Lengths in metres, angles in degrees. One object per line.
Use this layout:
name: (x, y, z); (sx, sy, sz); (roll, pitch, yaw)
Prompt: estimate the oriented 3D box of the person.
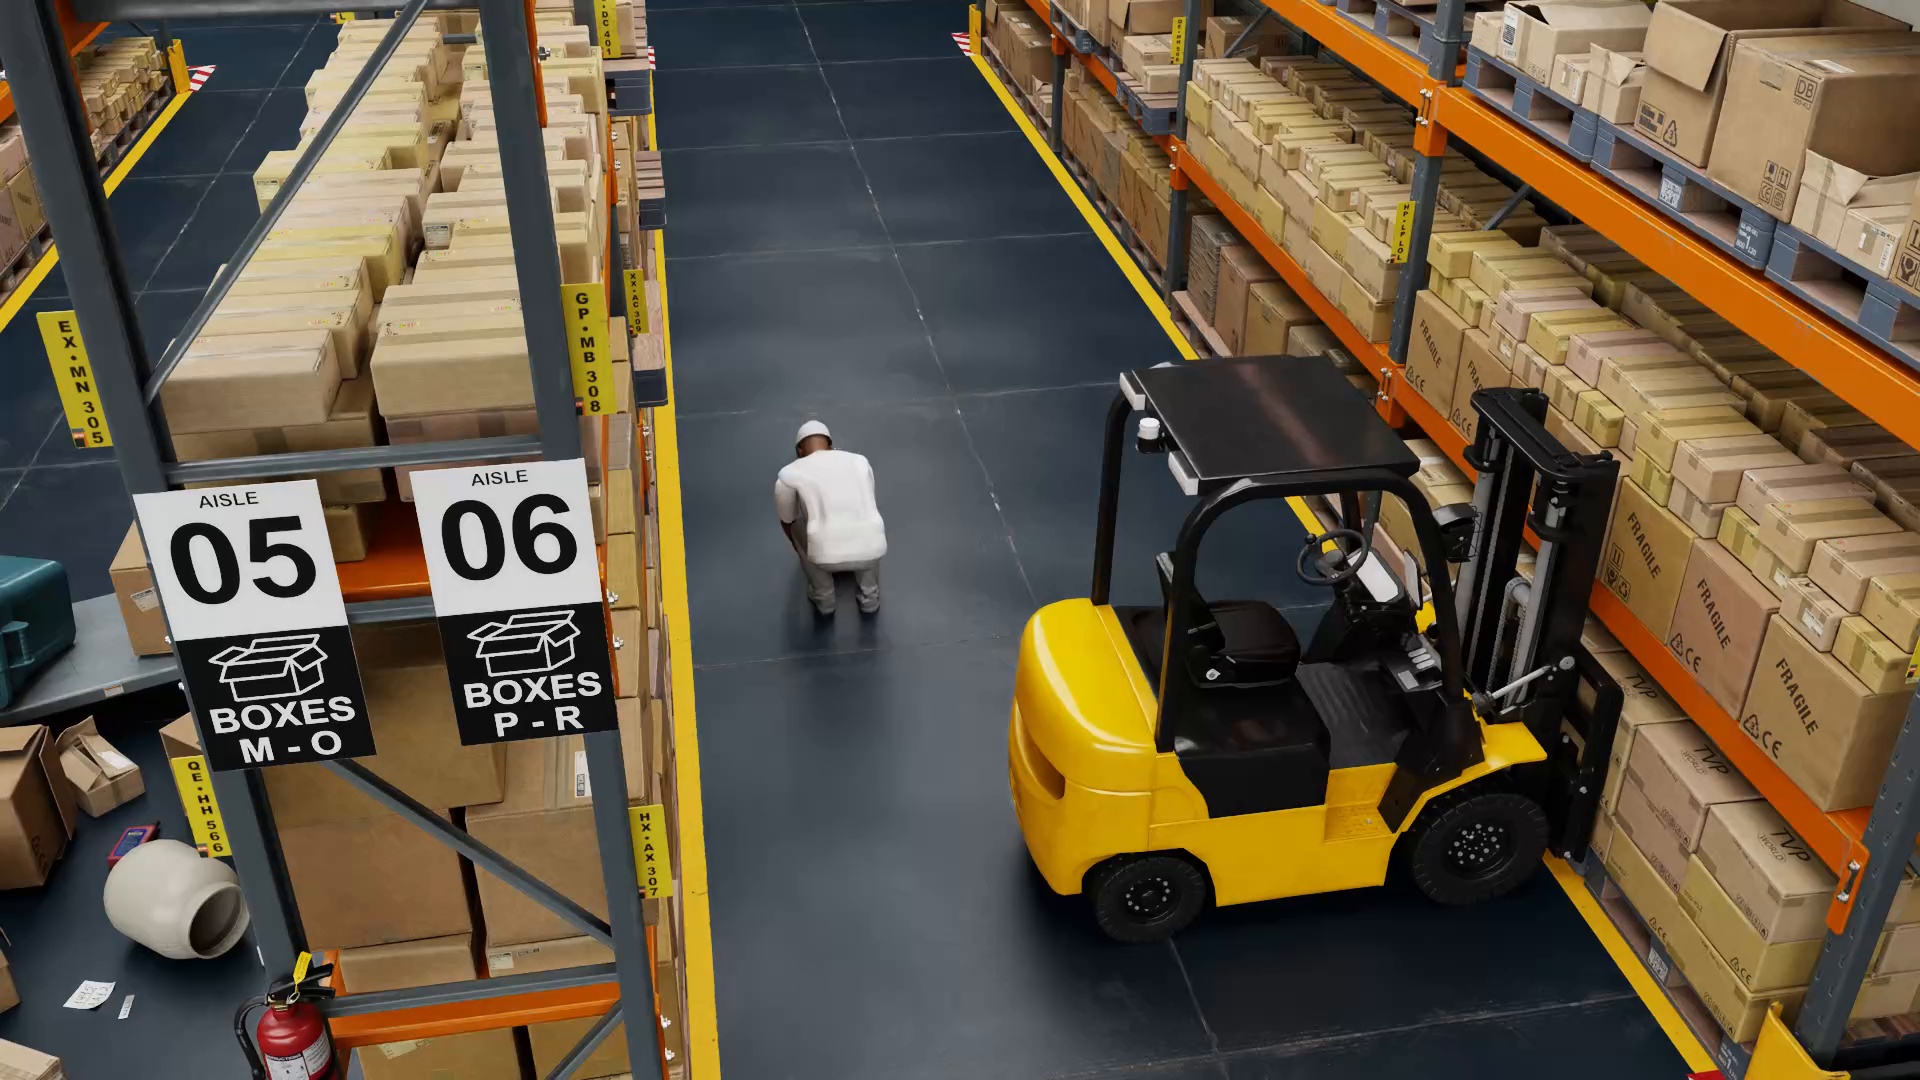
person: (-0.674, -0.435, 8.857); (0.504, 1.760, 0.583); (-6, 31, -10)
